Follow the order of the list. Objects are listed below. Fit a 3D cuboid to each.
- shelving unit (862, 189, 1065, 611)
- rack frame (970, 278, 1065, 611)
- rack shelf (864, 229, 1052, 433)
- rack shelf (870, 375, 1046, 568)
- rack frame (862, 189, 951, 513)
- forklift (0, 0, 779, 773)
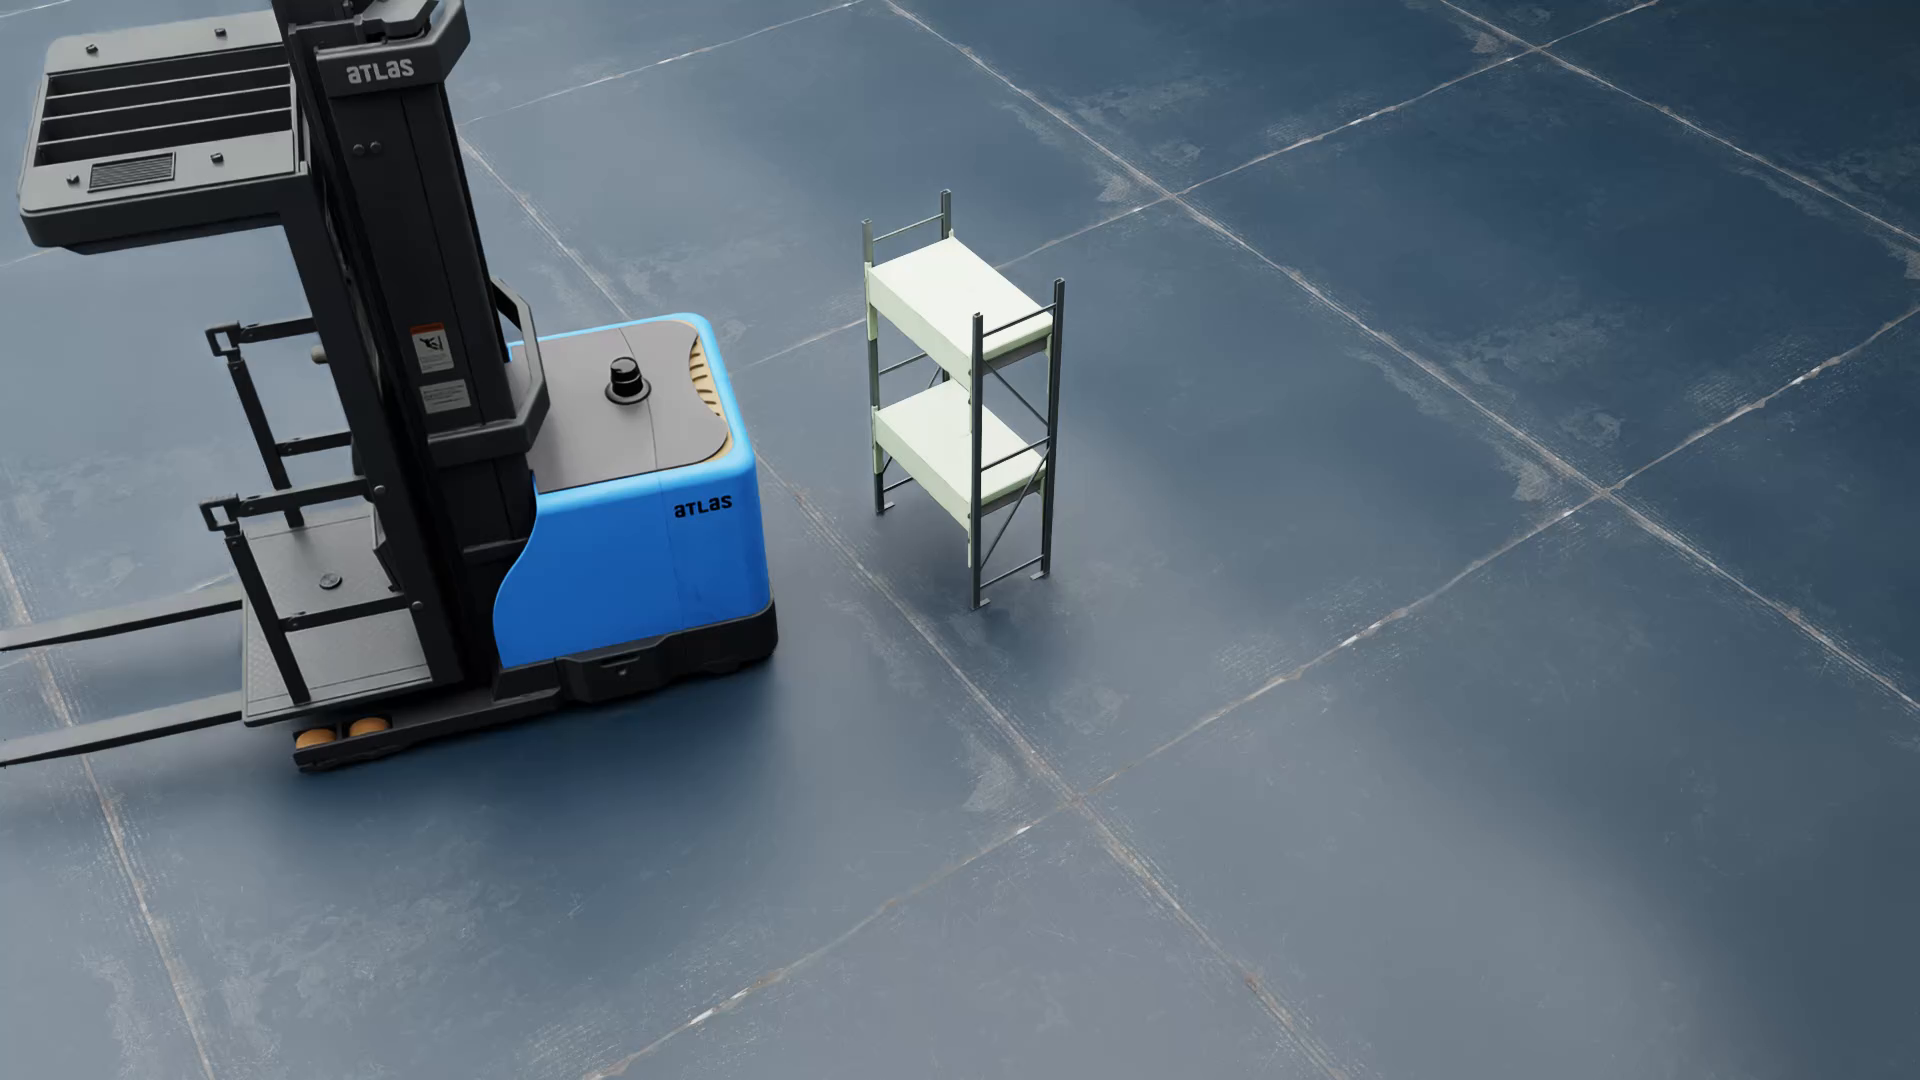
[{"bbox_3d":[0.004,-0.539,6.719,0.431,1.500,0.755,-26,49,-24],"label":"shelving unit"},{"bbox_3d":[0.213,-0.331,6.502,0.400,1.500,0.023,-26,49,-24],"label":"rack frame"},{"bbox_3d":[0.004,-0.821,6.450,0.431,0.370,0.720,-26,49,-24],"label":"rack shelf"},{"bbox_3d":[0.004,-0.303,6.944,0.431,0.370,0.720,-26,49,-24],"label":"rack shelf"},{"bbox_3d":[-0.206,-0.746,6.936,0.400,1.500,0.023,-26,49,-24],"label":"rack frame"},{"bbox_3d":[-2.309,-0.593,5.740,3.031,2.935,1.130,-12,45,-12],"label":"forklift"}]
